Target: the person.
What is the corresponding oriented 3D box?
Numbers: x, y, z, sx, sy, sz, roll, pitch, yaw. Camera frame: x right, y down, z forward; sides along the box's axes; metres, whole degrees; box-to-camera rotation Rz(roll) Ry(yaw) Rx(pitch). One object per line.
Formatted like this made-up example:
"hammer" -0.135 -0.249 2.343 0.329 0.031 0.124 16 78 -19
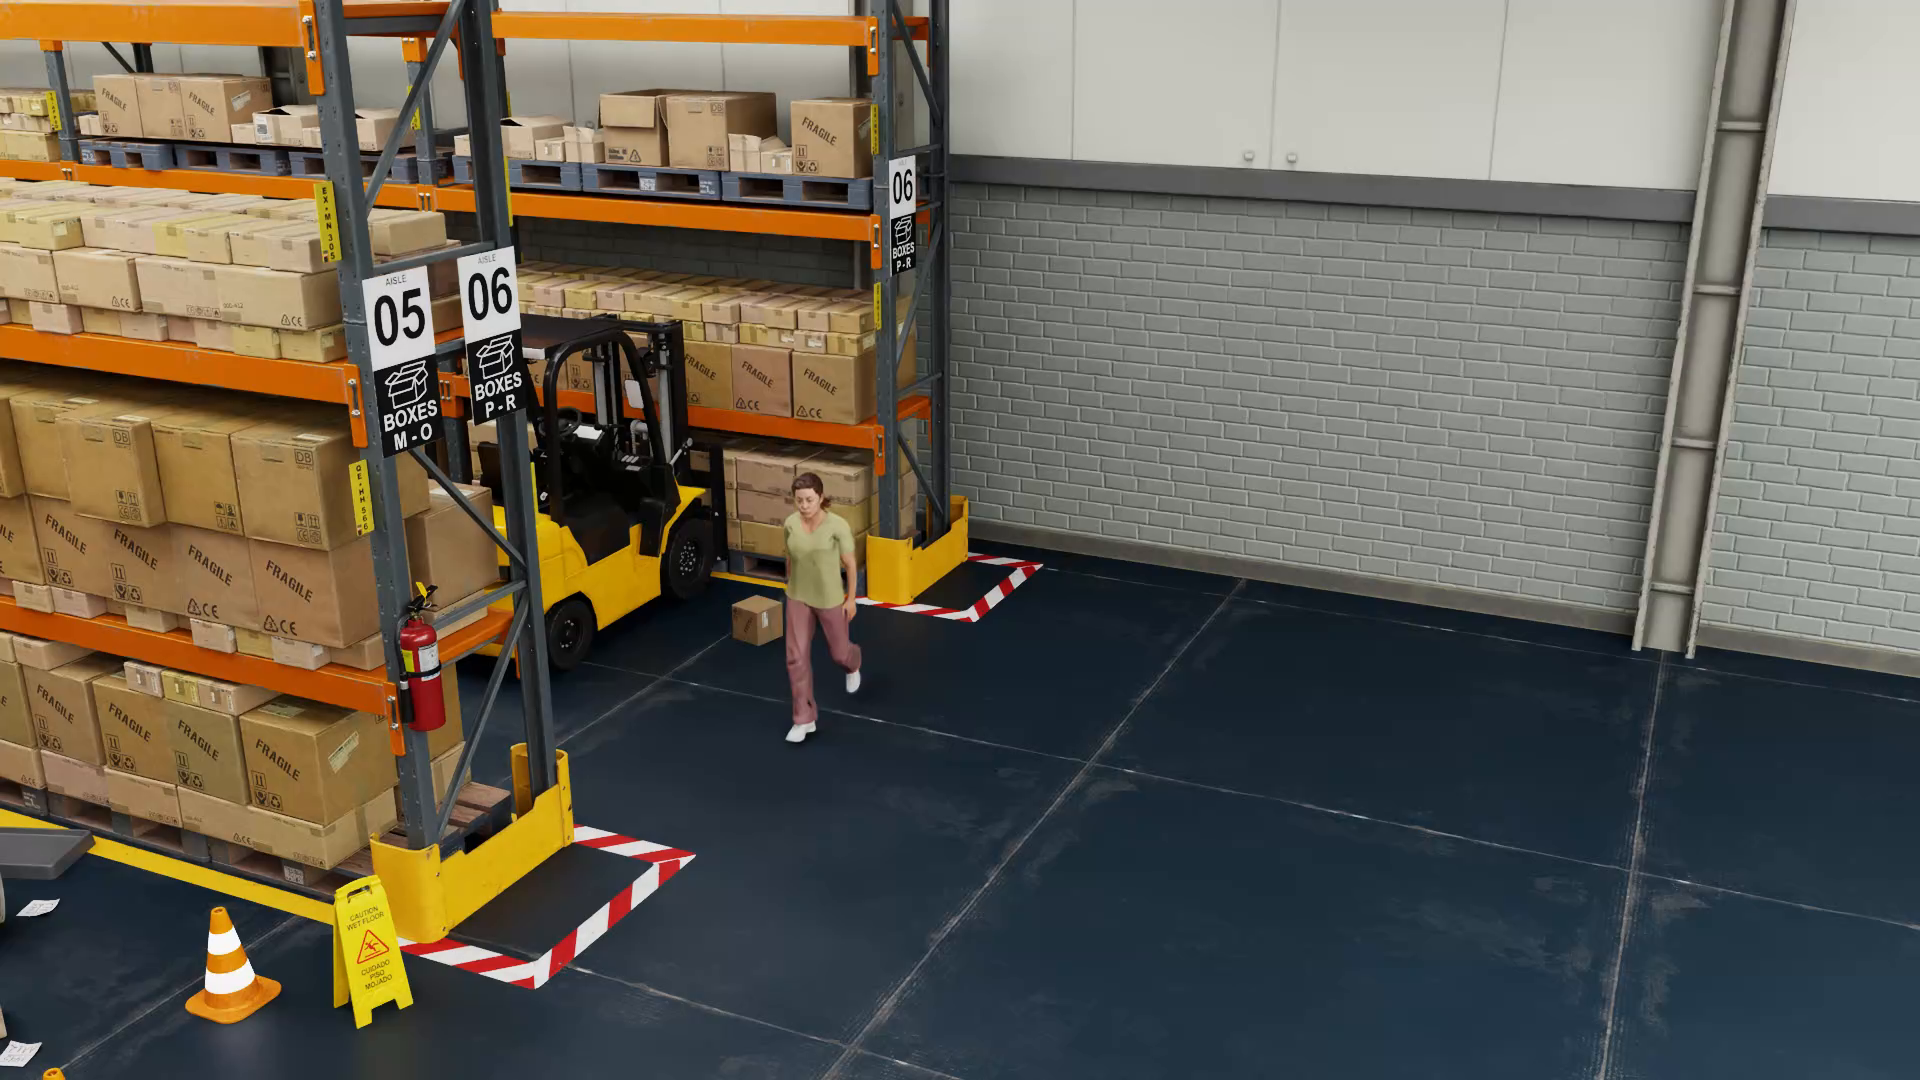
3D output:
"person" -0.827 0.334 10.113 0.453 1.633 0.912 4 20 12
